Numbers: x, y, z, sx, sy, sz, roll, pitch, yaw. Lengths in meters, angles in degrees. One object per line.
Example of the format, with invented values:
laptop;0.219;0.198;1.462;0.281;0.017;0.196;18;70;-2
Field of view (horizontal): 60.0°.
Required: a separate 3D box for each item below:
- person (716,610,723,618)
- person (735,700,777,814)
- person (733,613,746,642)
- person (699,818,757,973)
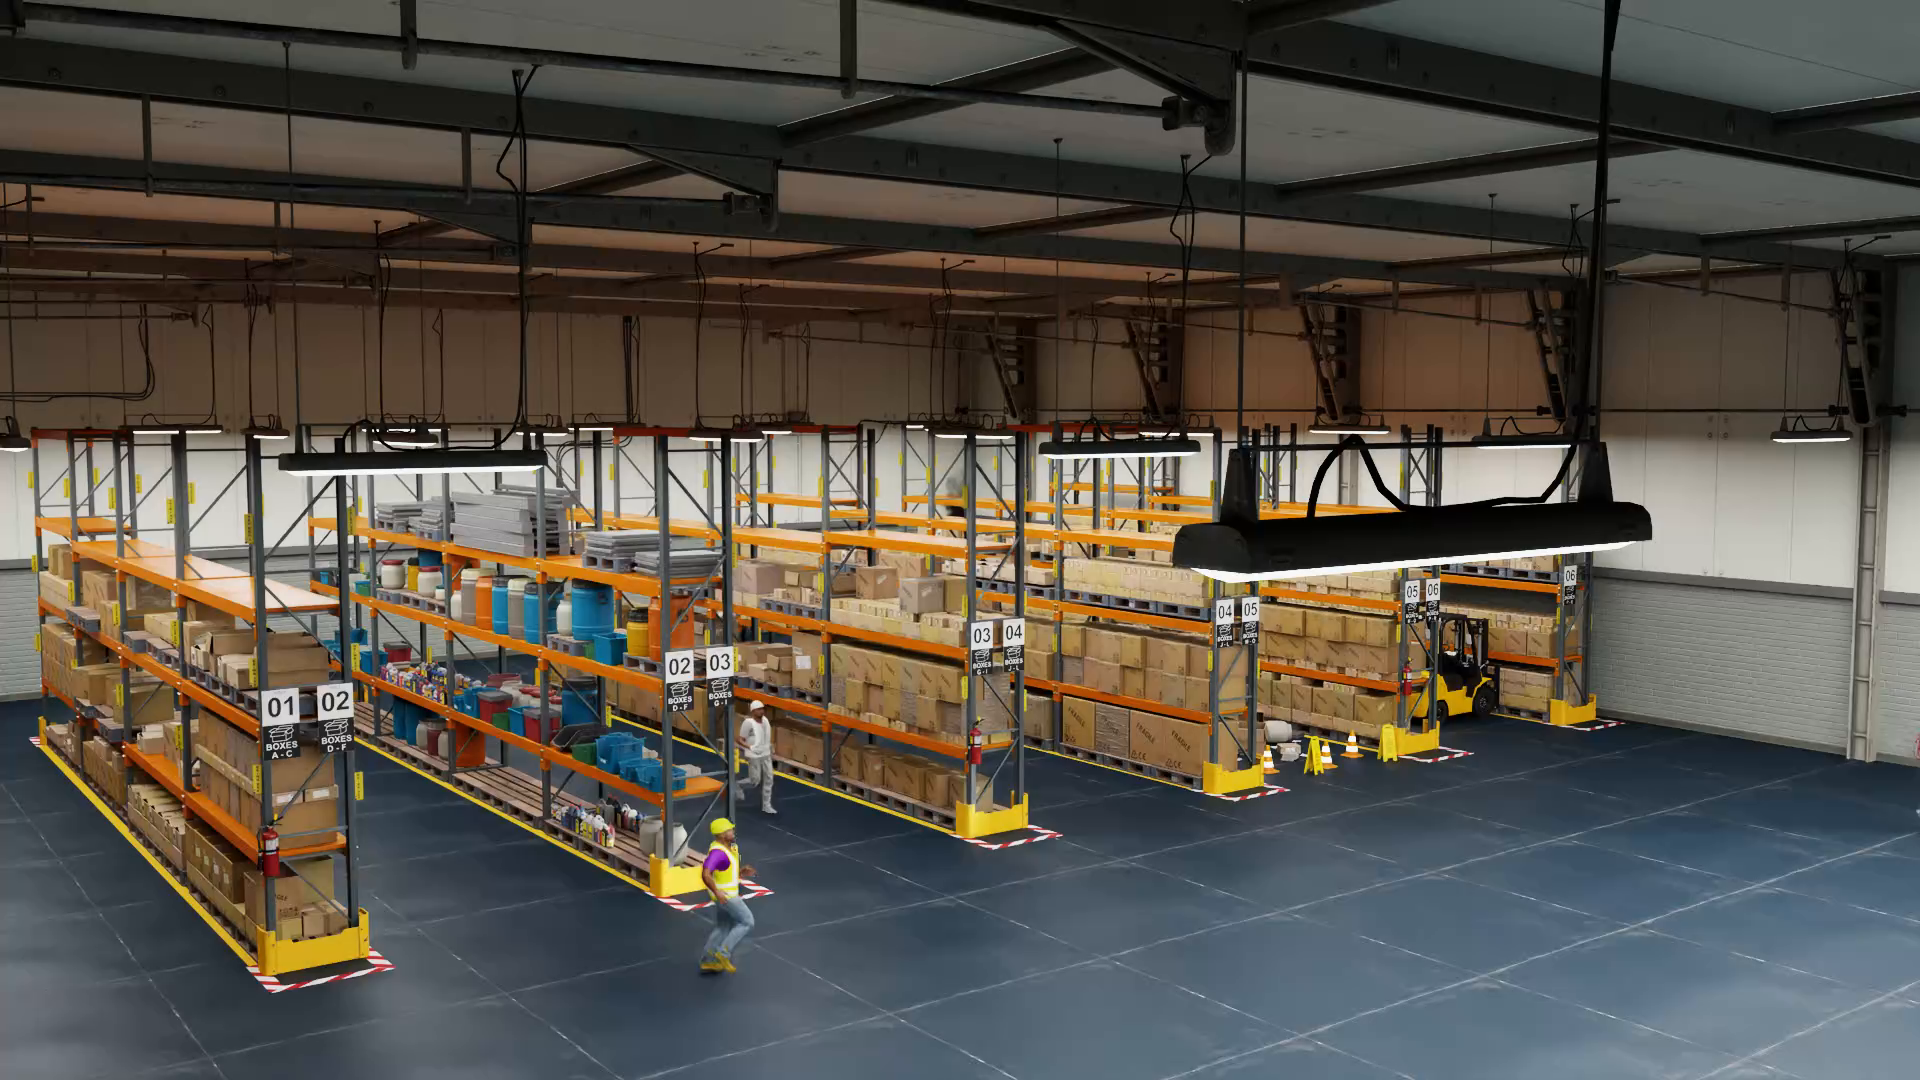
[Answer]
person;-5.943;2.286;41.323;0.560;1.604;0.620;-4;6;-41
person;-3.207;3.402;26.202;0.888;1.769;0.681;4;6;40
person;-5.533;2.310;41.561;0.872;1.563;0.627;-4;6;-40
person;-2.603;3.980;18.672;0.668;1.734;0.687;-1;5;-14
